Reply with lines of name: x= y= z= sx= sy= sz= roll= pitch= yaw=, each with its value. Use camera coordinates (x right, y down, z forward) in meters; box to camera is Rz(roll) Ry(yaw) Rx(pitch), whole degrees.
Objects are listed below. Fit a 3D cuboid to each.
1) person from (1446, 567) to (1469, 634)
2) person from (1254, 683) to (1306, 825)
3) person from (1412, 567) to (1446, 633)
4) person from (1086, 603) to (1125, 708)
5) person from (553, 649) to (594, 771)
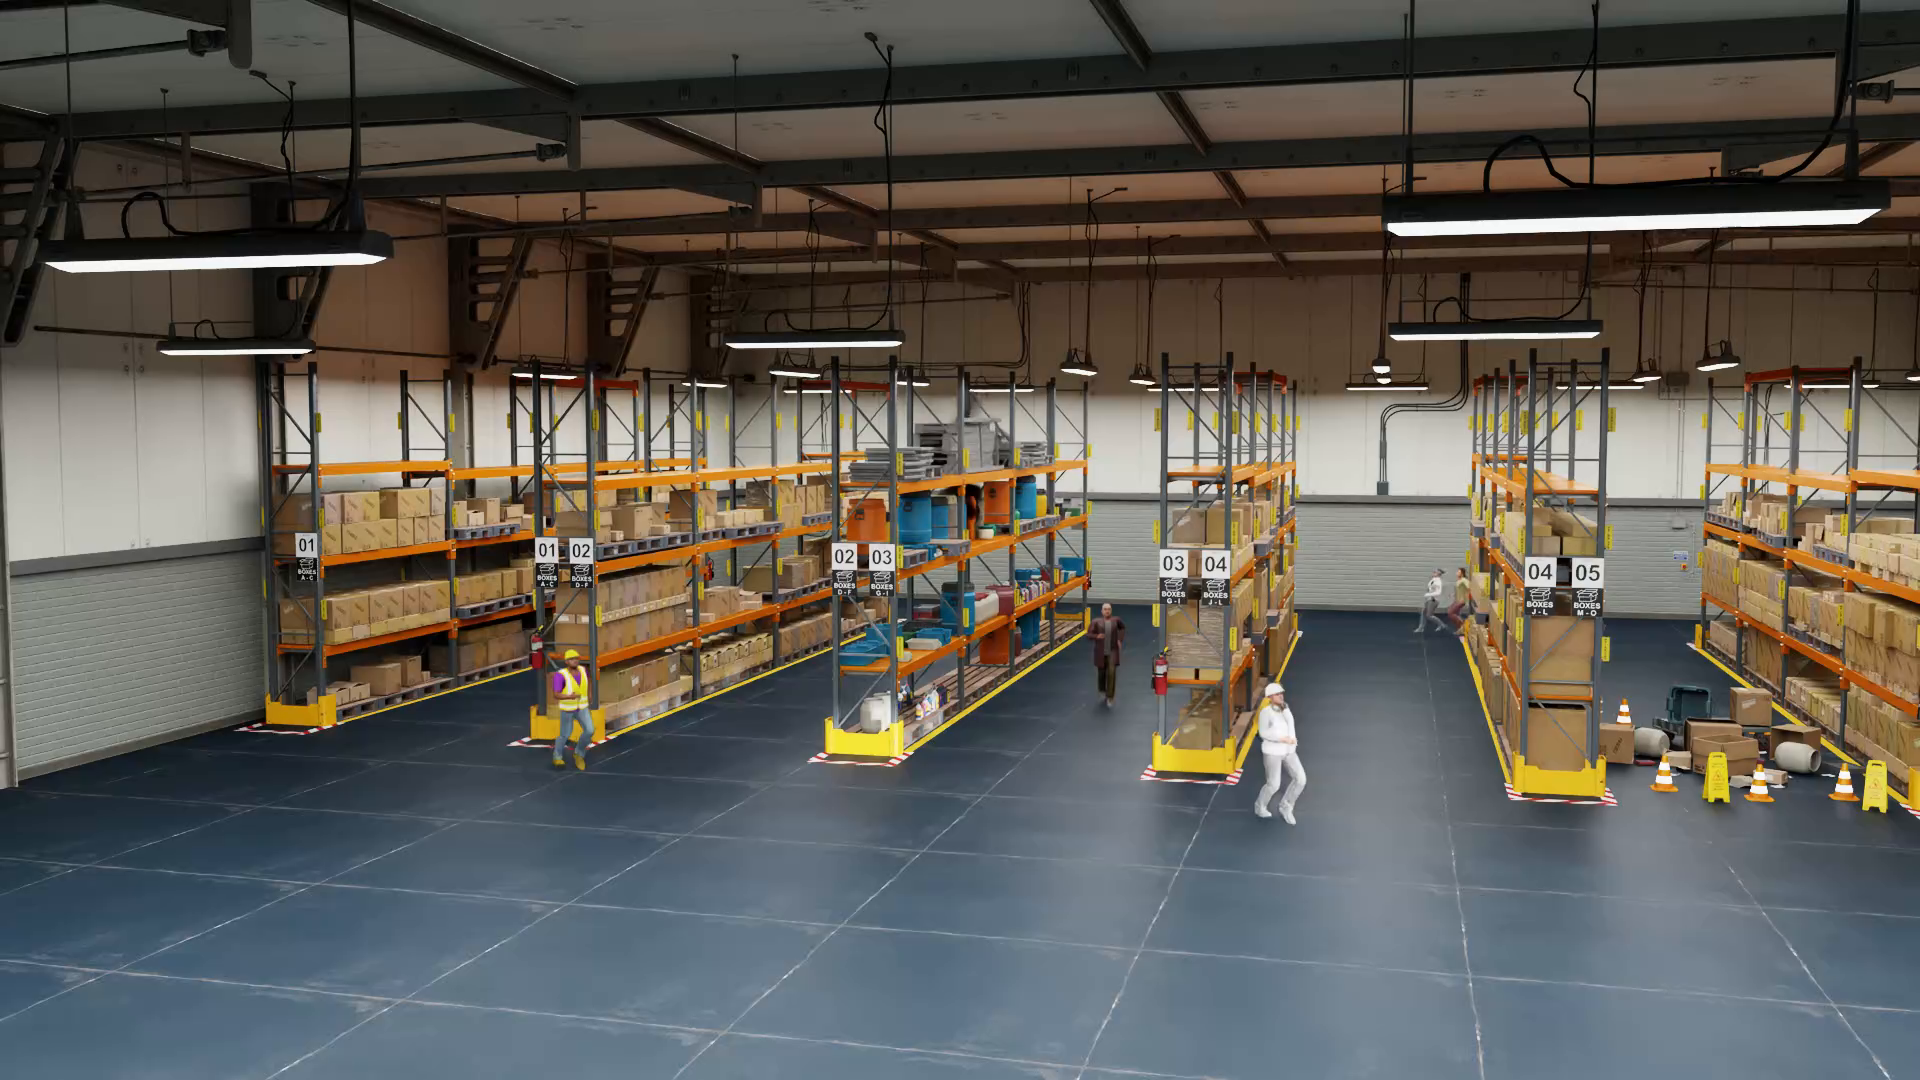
person: x=11.730 y=1.444 z=39.167 sx=0.523 sy=1.617 sz=0.636 roll=0 pitch=4 yaw=4
person: x=4.005 y=2.676 z=20.838 sx=0.663 sy=1.785 sz=0.721 roll=-3 pitch=5 yaw=-32
person: x=11.125 y=1.429 z=39.347 sx=0.737 sy=1.633 sz=0.617 roll=1 pitch=4 yaw=9
person: x=2.588 y=2.014 z=29.426 sx=0.707 sy=1.775 sz=1.022 roll=0 pitch=4 yaw=1
person: x=-5.538 y=2.438 z=23.912 sx=0.715 sy=1.760 sz=0.861 roll=-3 pitch=5 yaw=-39
